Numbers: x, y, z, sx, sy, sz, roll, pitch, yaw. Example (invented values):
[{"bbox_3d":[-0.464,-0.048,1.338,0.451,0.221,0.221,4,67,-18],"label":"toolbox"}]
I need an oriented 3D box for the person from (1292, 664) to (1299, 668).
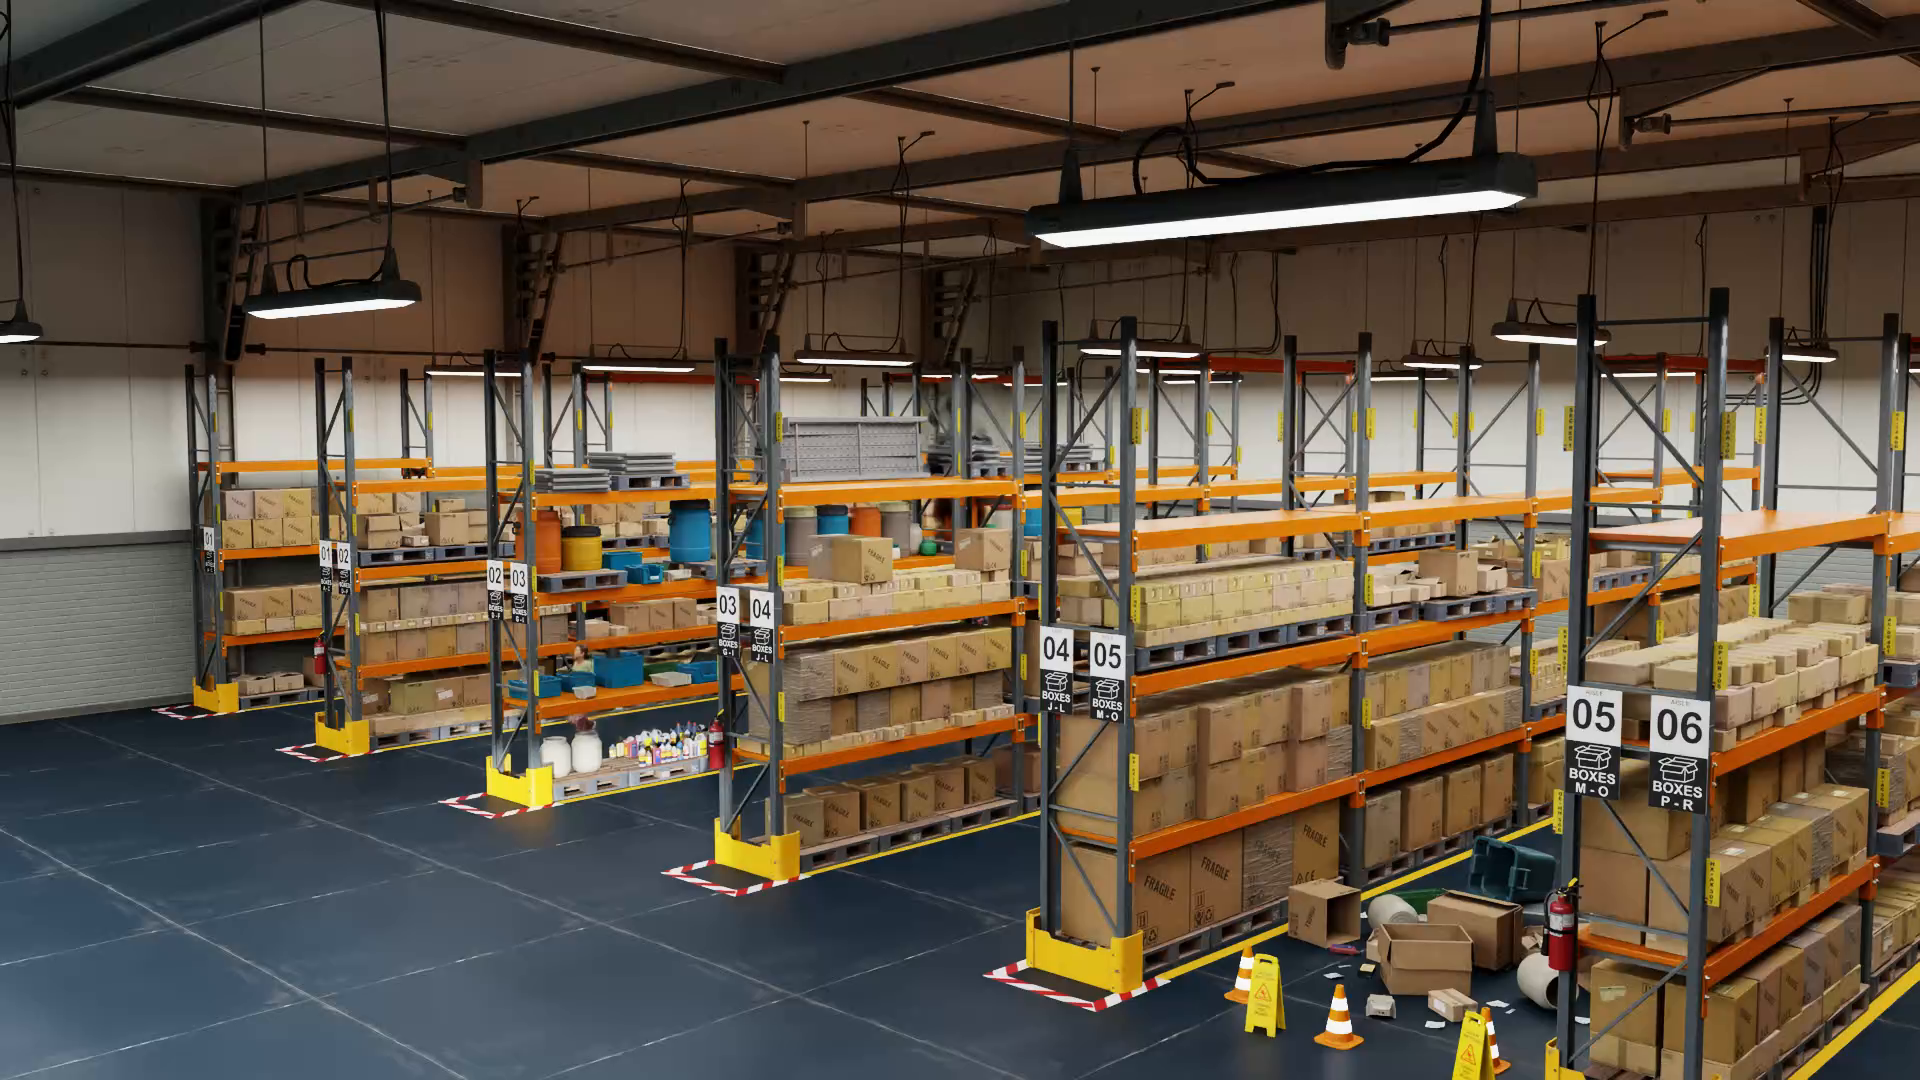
[{"bbox_3d":[4.667,2.502,23.425,0.651,1.826,0.734,4,6,42],"label":"person"}]

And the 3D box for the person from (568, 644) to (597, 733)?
[{"bbox_3d":[-5.747,2.414,25.521,0.575,1.620,0.589,3,6,38],"label":"person"}]
